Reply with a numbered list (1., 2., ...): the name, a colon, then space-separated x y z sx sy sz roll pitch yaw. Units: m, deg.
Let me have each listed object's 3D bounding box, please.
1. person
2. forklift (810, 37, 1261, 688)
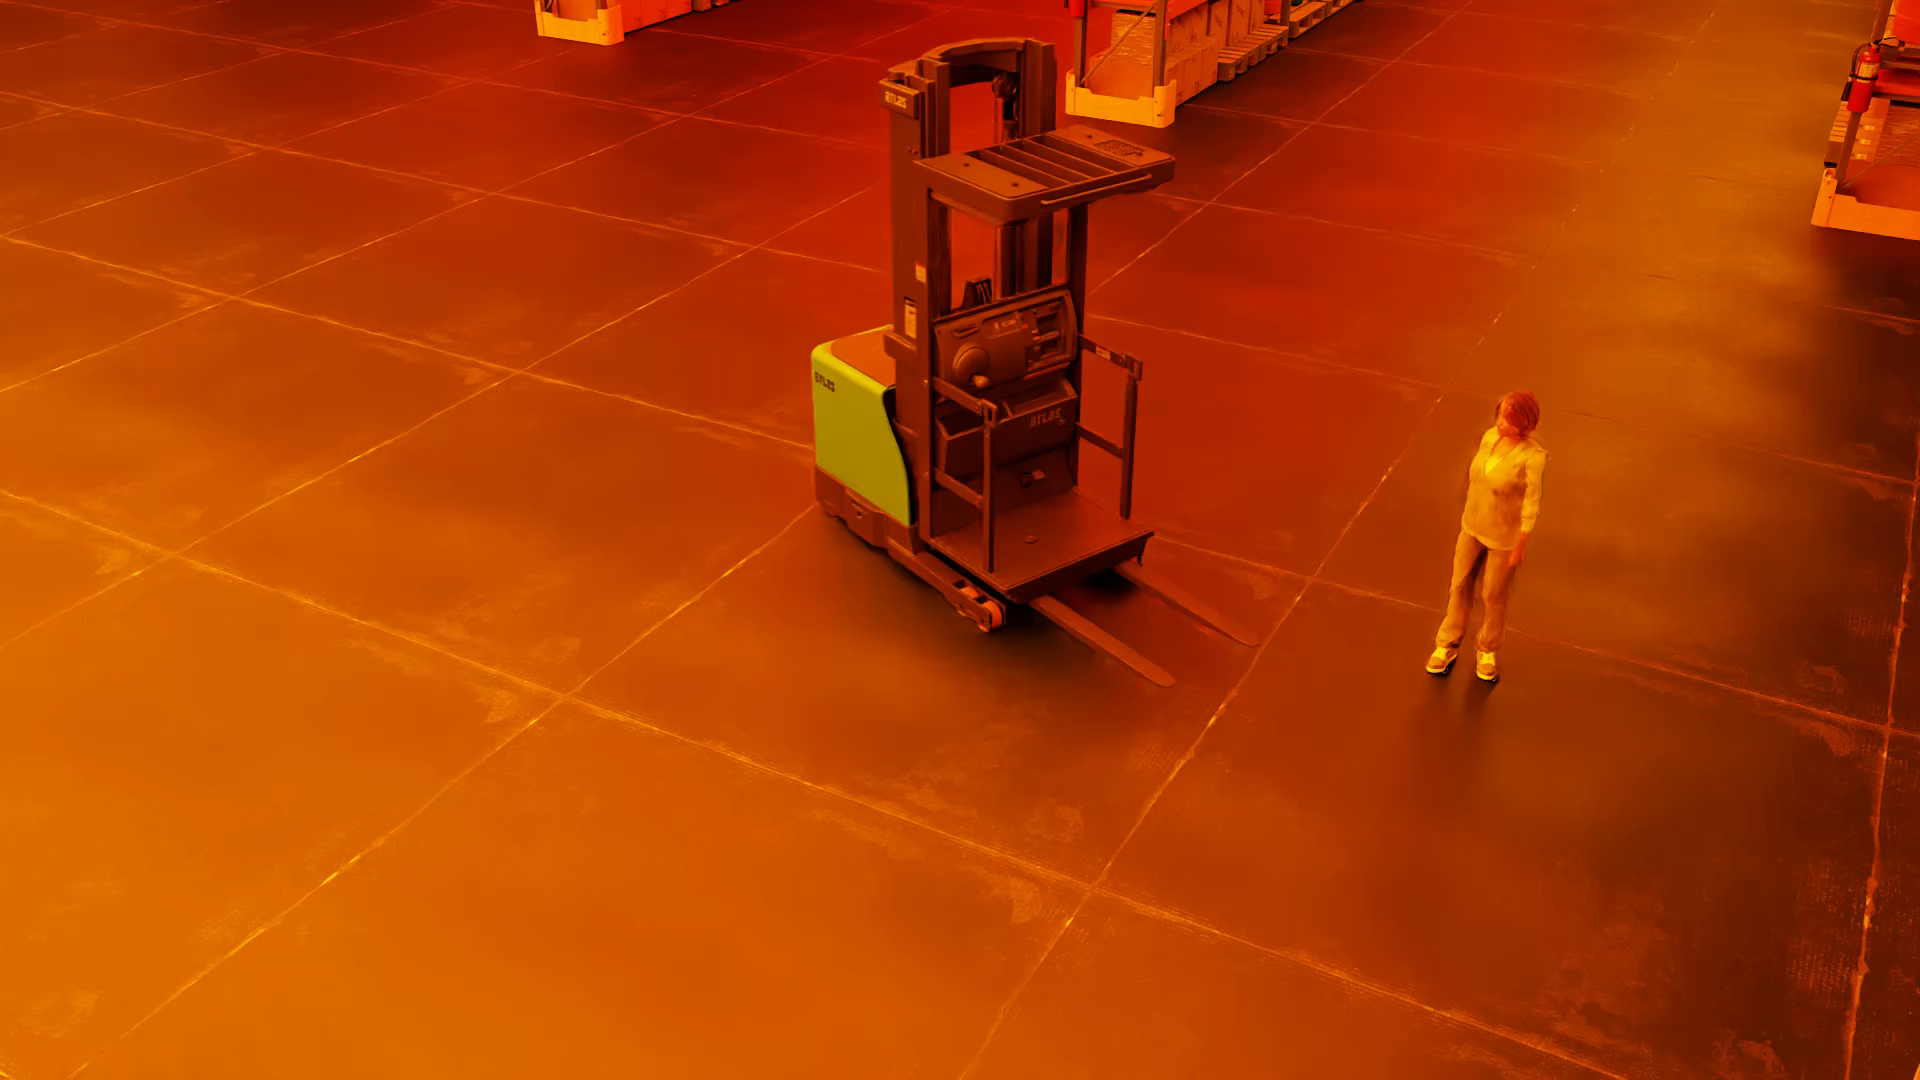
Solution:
1. person: 2.681 -0.006 8.432 0.421 1.585 0.406 -16 34 -26
2. forklift: 0.386 -1.044 8.880 1.130 2.935 3.031 -21 36 -31
